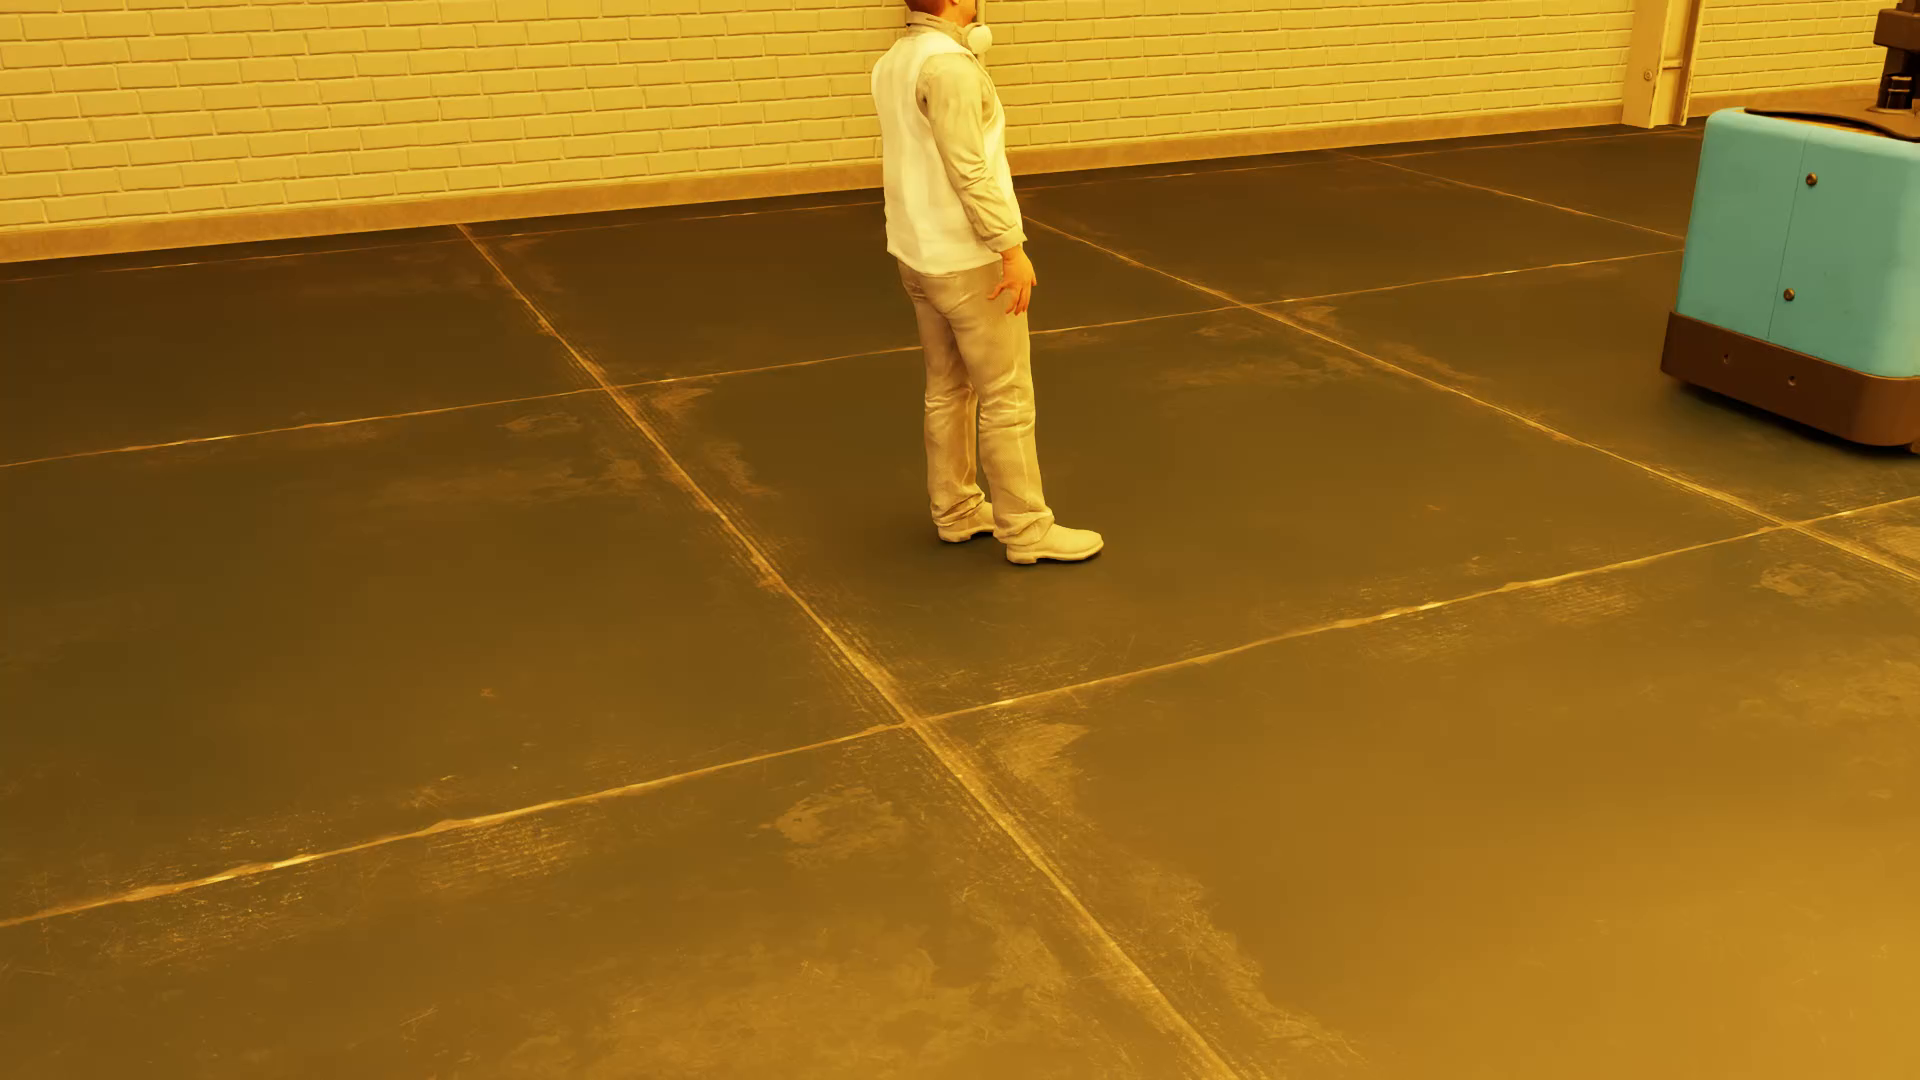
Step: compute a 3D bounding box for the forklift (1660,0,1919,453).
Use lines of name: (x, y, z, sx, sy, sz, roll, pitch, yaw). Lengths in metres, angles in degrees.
forklift: (4.313, -2.001, 6.103, 3.031, 2.935, 1.130, -9, 24, -20)

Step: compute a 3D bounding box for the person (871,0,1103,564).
person: (0.060, -0.833, 4.781, 0.568, 1.773, 0.632, -10, 25, -23)
